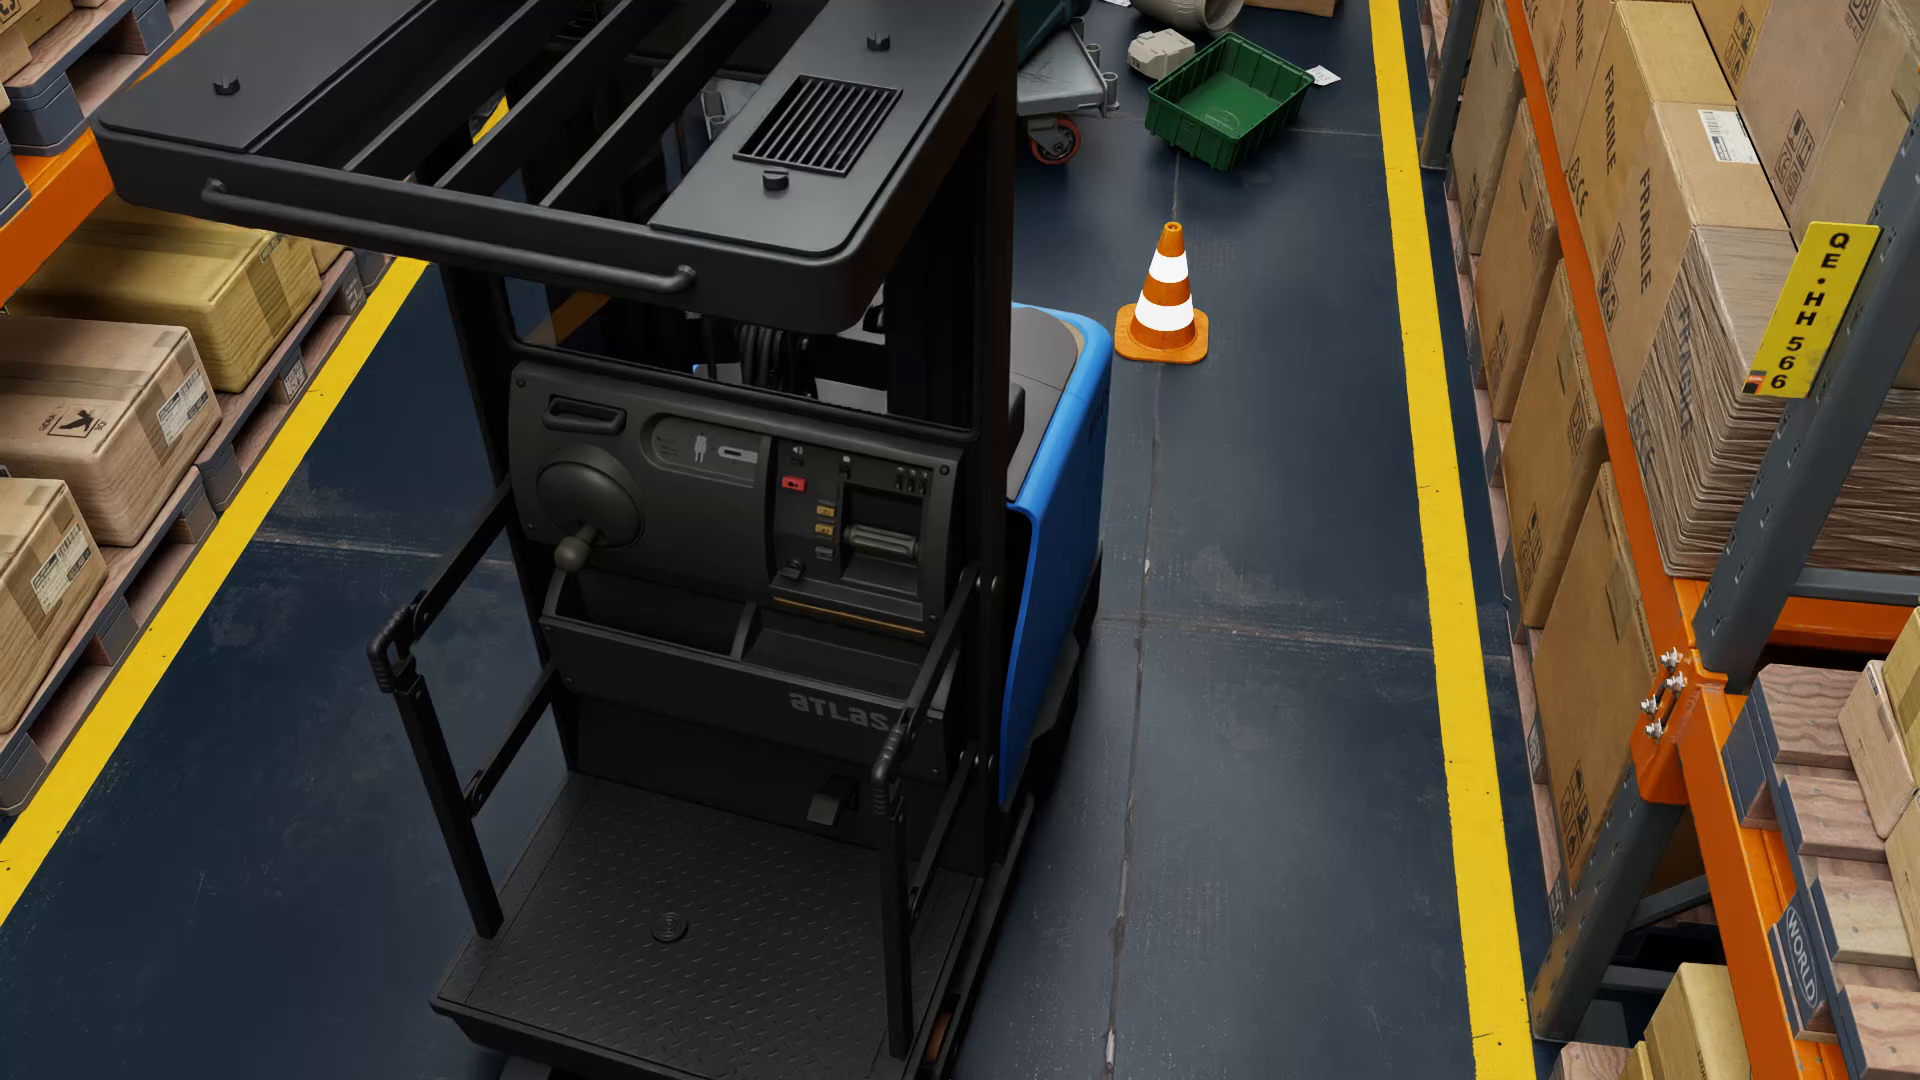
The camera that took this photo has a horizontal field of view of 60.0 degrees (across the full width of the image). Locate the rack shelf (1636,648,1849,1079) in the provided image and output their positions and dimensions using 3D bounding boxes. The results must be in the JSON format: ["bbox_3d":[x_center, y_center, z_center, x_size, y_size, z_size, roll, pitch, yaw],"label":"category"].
[{"bbox_3d":[1.612,1.739,1.755,1.077,0.370,4.000,5,44,6],"label":"rack shelf"}]

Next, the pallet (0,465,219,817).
[{"bbox_3d":[-2.939,0.214,4.871,1.003,0.211,1.213,5,44,6],"label":"pallet"}]

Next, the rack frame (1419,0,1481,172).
[{"bbox_3d":[2.405,-2.612,5.826,1.000,3.000,0.127,5,44,6],"label":"rack frame"}]

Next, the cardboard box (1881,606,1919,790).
[{"bbox_3d":[1.613,0.256,2.459,0.380,0.149,0.250,7,44,7],"label":"cardboard box"}]

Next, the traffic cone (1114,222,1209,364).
[{"bbox_3d":[0.731,-0.914,5.878,0.336,0.463,0.334,5,44,6],"label":"traffic cone"}]

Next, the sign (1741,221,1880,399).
[{"bbox_3d":[1.326,-0.354,2.600,0.100,0.325,0.005,5,44,6],"label":"sign"}]

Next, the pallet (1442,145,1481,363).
[{"bbox_3d":[2.378,-1.066,6.223,1.003,0.211,1.213,5,44,6],"label":"pallet"}]

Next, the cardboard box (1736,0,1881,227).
[{"bbox_3d":[2.011,-0.935,3.256,0.700,0.500,0.500,5,44,5],"label":"cardboard box"}]

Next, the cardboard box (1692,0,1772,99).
[{"bbox_3d":[2.077,-1.285,3.625,0.700,0.500,0.500,5,44,5],"label":"cardboard box"}]

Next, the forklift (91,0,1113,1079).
[{"bbox_3d":[-0.518,0.011,3.107,1.130,2.935,3.031,12,45,13],"label":"forklift"}]

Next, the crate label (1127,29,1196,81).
[{"bbox_3d":[0.905,-2.173,7.446,0.298,0.136,0.250,-24,48,-23],"label":"crate label"}]

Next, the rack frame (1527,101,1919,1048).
[{"bbox_3d":[1.876,0.114,2.947,1.000,3.000,0.127,5,44,6],"label":"rack frame"}]

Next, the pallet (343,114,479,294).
[{"bbox_3d":[-2.616,-1.449,6.627,1.003,0.211,1.213,5,44,6],"label":"pallet"}]

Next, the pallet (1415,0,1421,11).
[{"bbox_3d":[2.742,-2.944,8.206,1.003,0.211,1.213,5,44,6],"label":"pallet"}]

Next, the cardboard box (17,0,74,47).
[{"bbox_3d":[-2.654,-1.457,4.485,0.380,0.149,0.250,7,44,7],"label":"cardboard box"}]

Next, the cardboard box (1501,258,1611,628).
[{"bbox_3d":[2.158,-0.224,4.636,1.050,0.750,0.750,6,44,6],"label":"cardboard box"}]

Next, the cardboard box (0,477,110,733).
[{"bbox_3d":[-2.959,0.151,4.515,0.950,0.372,0.625,3,43,3],"label":"cardboard box"}]

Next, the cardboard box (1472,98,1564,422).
[{"bbox_3d":[2.281,-0.859,5.306,1.050,0.750,0.750,5,44,6],"label":"cardboard box"}]

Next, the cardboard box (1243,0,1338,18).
[{"bbox_3d":[1.593,-2.856,7.901,0.500,0.500,0.500,12,45,13],"label":"cardboard box"}]

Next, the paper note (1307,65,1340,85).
[{"bbox_3d":[1.596,-2.074,7.418,0.147,0.020,0.142,-24,48,-23],"label":"paper note"}]

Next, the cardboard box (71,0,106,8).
[{"bbox_3d":[-2.555,-1.630,4.667,0.380,0.149,0.250,7,44,7],"label":"cardboard box"}]

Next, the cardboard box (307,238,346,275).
[{"bbox_3d":[-2.673,-1.343,6.093,0.950,0.372,0.625,8,44,8],"label":"cardboard box"}]

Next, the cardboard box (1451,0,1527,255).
[{"bbox_3d":[2.412,-1.516,6.000,1.050,0.750,0.750,5,44,5],"label":"cardboard box"}]

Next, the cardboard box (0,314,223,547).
[{"bbox_3d":[-2.869,-0.353,5.047,0.950,0.372,0.625,4,44,5],"label":"cardboard box"}]

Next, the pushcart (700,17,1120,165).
[{"bbox_3d":[-0.248,-1.867,6.948,1.648,0.377,0.936,-9,44,-9],"label":"pushcart"}]

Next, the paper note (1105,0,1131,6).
[{"bbox_3d":[0.771,-2.622,8.003,0.172,0.023,0.155,20,47,20],"label":"paper note"}]

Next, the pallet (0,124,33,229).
[{"bbox_3d":[-3.055,-0.692,3.939,1.213,0.211,1.003,5,44,6],"label":"pallet"}]

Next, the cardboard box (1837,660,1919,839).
[{"bbox_3d":[1.617,0.340,2.587,0.380,0.149,0.250,5,44,5],"label":"cardboard box"}]

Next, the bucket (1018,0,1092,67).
[{"bbox_3d":[0.138,-2.277,6.749,0.726,0.611,0.620,20,57,20],"label":"bucket"}]

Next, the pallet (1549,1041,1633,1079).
[{"bbox_3d":[1.772,1.659,3.344,1.003,0.211,1.213,5,44,6],"label":"pallet"}]

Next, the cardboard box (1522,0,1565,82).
[{"bbox_3d":[1.934,-1.629,4.716,0.500,0.500,0.500,5,44,5],"label":"cardboard box"}]

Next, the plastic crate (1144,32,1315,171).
[{"bbox_3d":[1.130,-1.849,7.024,0.450,0.188,0.662,35,53,18],"label":"plastic crate"}]

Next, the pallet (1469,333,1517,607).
[{"bbox_3d":[2.219,-0.232,5.342,1.003,0.211,1.213,5,44,6],"label":"pallet"}]

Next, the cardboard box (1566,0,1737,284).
[{"bbox_3d":[1.803,-0.934,3.982,0.500,0.500,0.500,5,44,5],"label":"cardboard box"}]

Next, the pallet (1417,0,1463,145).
[{"bbox_3d":[2.583,-2.110,7.325,1.003,0.211,1.213,5,44,6],"label":"pallet"}]

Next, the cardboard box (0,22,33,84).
[{"bbox_3d":[-2.652,-1.261,4.278,0.380,0.149,0.250,8,44,8],"label":"cardboard box"}]

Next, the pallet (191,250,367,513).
[{"bbox_3d":[-2.775,-0.616,5.747,1.003,0.211,1.213,5,44,6],"label":"pallet"}]

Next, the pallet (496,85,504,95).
[{"bbox_3d":[-2.461,-2.441,7.674,1.003,0.211,1.213,5,44,6],"label":"pallet"}]

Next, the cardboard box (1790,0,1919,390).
[{"bbox_3d":[1.946,-0.590,2.891,0.700,0.500,0.500,5,44,5],"label":"cardboard box"}]

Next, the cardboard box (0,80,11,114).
[{"bbox_3d":[-2.607,-1.090,4.097,0.380,0.149,0.250,5,44,6],"label":"cardboard box"}]

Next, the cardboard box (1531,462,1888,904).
[{"bbox_3d":[2.046,0.372,4.006,1.050,0.750,0.750,5,44,5],"label":"cardboard box"}]

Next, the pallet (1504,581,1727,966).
[{"bbox_3d":[2.055,0.597,4.466,1.003,0.211,1.213,5,44,6],"label":"pallet"}]

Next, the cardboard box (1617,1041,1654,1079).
[{"bbox_3d":[1.530,1.329,3.178,0.500,0.500,0.500,4,44,4],"label":"cardboard box"}]

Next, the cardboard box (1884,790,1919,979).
[{"bbox_3d":[1.581,0.523,2.394,0.380,0.149,0.250,7,44,8],"label":"cardboard box"}]

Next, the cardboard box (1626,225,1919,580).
[{"bbox_3d":[1.670,-0.253,3.263,0.500,0.500,0.500,5,44,6],"label":"cardboard box"}]

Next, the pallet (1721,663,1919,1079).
[{"bbox_3d":[1.888,0.680,2.490,1.213,0.211,1.003,5,44,6],"label":"pallet"}]

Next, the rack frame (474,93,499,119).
[{"bbox_3d":[-2.515,-2.993,6.229,1.000,3.000,0.127,5,44,6],"label":"rack frame"}]

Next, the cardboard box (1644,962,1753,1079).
[{"bbox_3d":[1.545,1.045,2.932,0.500,0.250,0.500,3,44,4],"label":"cardboard box"}]

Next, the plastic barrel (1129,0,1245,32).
[{"bbox_3d":[1.035,-2.589,7.676,0.421,0.421,0.512,-32,52,-29],"label":"plastic barrel"}]

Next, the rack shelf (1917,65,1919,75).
[{"bbox_3d":[2.141,-2.077,3.603,1.077,0.370,4.000,5,44,6],"label":"rack shelf"}]

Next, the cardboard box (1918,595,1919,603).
[{"bbox_3d":[1.623,0.138,2.368,0.380,0.149,0.250,5,44,6],"label":"cardboard box"}]

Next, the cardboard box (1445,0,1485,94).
[{"bbox_3d":[2.558,-2.415,6.859,0.875,0.875,0.875,6,44,6],"label":"cardboard box"}]

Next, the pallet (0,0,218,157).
[{"bbox_3d":[-2.823,-1.550,4.845,1.003,0.211,1.213,5,44,6],"label":"pallet"}]

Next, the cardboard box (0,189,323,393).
[{"bbox_3d":[-2.764,-0.869,5.592,0.950,0.372,0.625,7,44,7],"label":"cardboard box"}]

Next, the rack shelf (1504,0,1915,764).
[{"bbox_3d":[2.141,-0.987,4.634,1.077,0.370,4.000,5,44,6],"label":"rack shelf"}]

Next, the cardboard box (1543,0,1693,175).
[{"bbox_3d":[1.867,-1.283,4.351,0.500,0.500,0.500,6,44,6],"label":"cardboard box"}]

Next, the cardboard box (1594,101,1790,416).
[{"bbox_3d":[1.737,-0.593,3.622,0.500,0.500,0.500,5,44,6],"label":"cardboard box"}]
